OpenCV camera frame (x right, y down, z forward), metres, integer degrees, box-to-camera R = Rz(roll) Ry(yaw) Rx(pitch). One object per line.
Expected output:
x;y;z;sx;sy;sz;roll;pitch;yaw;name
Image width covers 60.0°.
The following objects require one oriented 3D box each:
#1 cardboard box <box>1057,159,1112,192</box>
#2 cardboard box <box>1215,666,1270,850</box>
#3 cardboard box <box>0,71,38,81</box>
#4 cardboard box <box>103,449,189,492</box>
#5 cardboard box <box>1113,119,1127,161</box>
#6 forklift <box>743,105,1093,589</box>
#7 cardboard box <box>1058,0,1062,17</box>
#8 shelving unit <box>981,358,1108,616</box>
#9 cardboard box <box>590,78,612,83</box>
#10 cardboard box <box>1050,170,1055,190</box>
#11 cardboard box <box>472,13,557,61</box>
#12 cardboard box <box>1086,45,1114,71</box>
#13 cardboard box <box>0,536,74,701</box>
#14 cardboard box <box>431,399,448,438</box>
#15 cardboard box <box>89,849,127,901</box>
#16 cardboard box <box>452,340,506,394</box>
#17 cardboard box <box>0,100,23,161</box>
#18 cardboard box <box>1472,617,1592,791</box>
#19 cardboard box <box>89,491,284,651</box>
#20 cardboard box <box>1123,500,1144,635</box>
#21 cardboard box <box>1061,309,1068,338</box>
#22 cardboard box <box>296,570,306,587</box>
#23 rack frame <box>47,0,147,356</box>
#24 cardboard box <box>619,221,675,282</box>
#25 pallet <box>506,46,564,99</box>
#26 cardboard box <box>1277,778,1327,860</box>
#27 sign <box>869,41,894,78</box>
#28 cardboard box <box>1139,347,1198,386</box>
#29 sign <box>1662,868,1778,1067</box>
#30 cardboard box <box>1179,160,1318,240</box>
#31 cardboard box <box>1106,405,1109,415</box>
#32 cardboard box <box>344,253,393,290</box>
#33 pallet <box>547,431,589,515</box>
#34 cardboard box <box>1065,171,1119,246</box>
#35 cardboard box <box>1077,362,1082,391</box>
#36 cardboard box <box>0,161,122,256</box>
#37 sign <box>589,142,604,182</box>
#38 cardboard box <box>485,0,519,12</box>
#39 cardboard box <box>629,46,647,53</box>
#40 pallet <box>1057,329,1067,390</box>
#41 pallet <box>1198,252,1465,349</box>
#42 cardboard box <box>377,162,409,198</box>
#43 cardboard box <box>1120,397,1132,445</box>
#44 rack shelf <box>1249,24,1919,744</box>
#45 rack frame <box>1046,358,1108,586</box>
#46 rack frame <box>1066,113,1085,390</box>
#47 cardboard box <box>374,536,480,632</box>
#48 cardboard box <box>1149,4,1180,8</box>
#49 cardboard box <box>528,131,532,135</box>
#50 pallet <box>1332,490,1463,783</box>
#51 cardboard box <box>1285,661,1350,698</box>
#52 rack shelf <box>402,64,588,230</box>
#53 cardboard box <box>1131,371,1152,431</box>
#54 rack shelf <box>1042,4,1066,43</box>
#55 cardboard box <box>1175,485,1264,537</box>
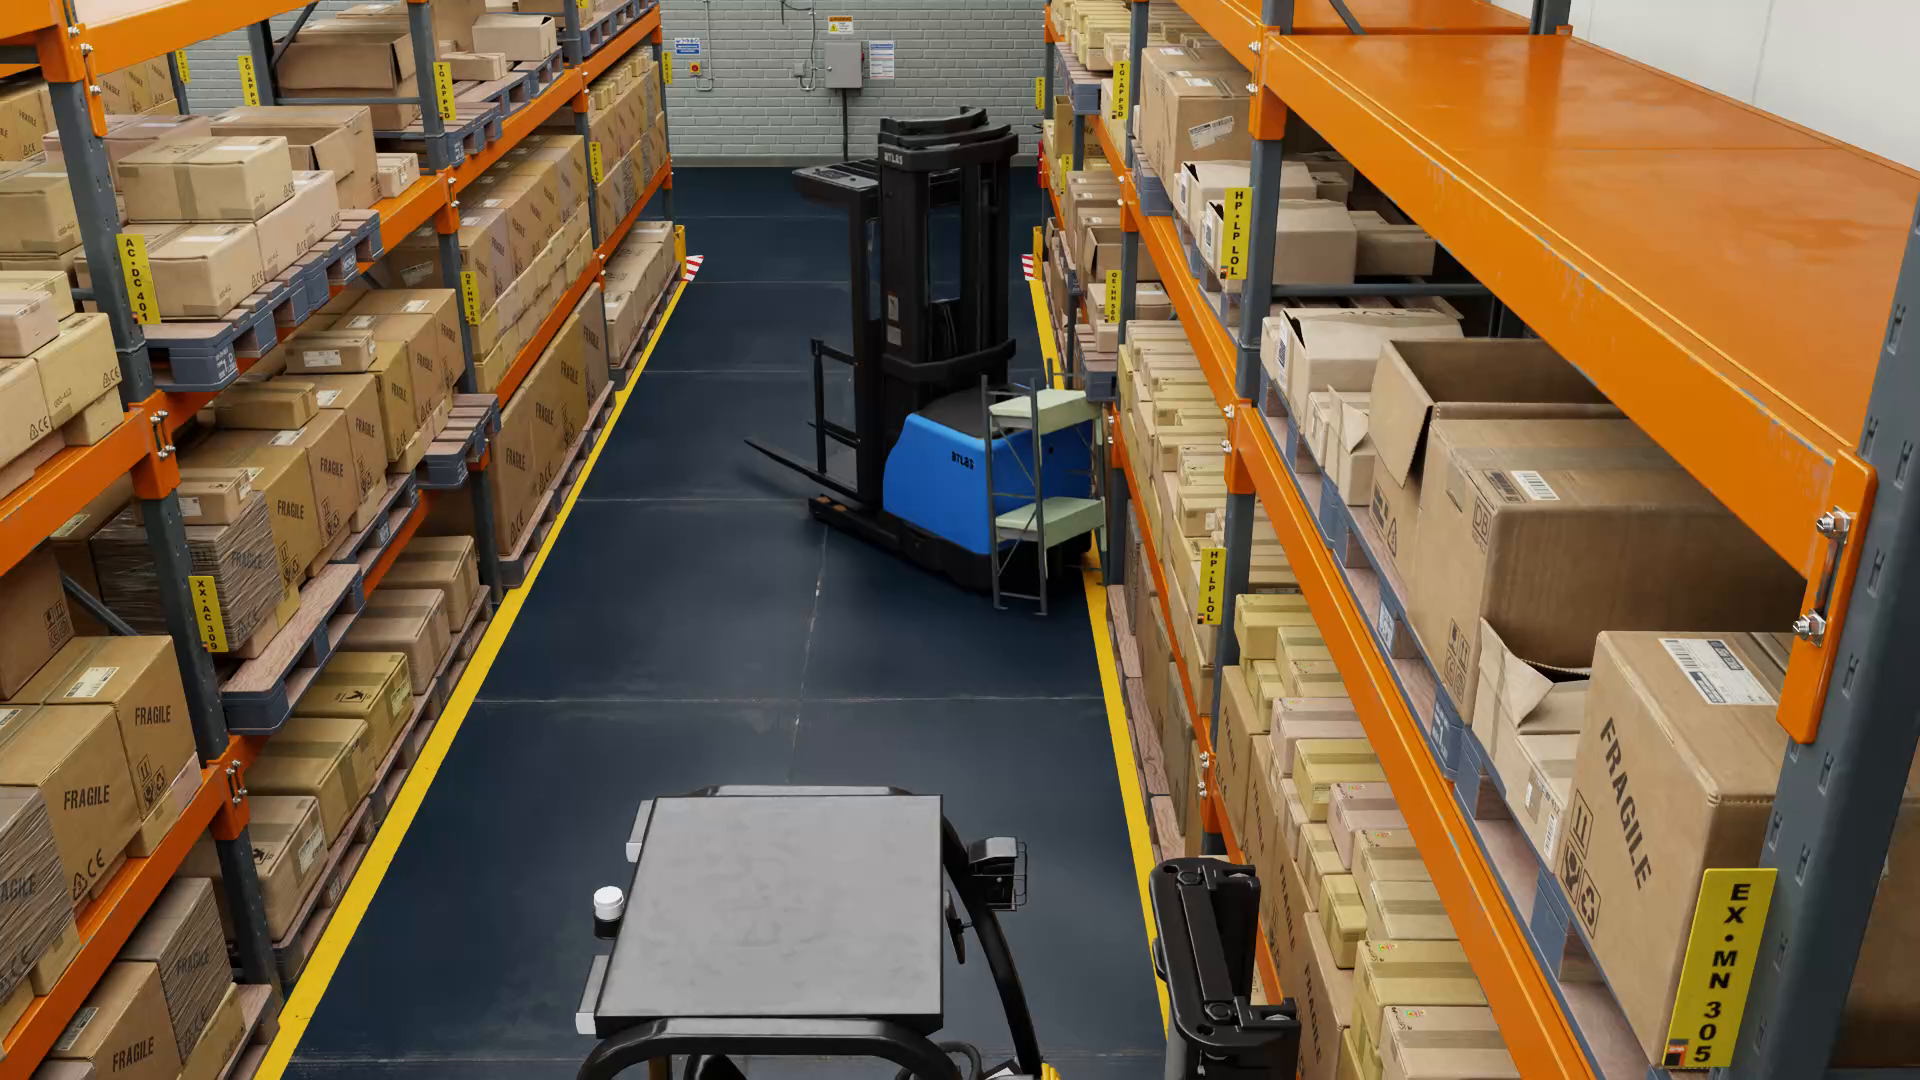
1.165;-3.320;15.272;0.500;0.250;0.500;0;24;-1;cardboard box
1.258;0.803;6.214;0.500;0.500;0.500;-1;24;-2;cardboard box
-8.785;-4.011;15.283;0.500;0.500;0.500;-1;24;-2;cardboard box
-3.690;-0.078;7.291;0.500;0.500;0.500;0;24;0;cardboard box
1.223;-2.493;10.164;0.500;0.250;0.500;-1;24;-2;cardboard box
-0.444;-1.545;11.608;1.130;2.935;3.031;-20;31;-37;forklift
1.163;-4.897;15.119;0.500;0.250;0.500;-1;24;-1;cardboard box
0.557;-0.357;10.637;0.431;1.500;0.755;7;18;36;shelving unit
-3.344;-4.063;14.971;0.380;0.149;0.250;0;24;-1;cardboard box
1.077;-3.498;16.150;0.380;0.149;0.250;-1;24;-2;cardboard box
-3.316;-3.764;12.390;0.500;0.311;0.500;0;24;-1;cardboard box
1.075;-3.363;11.581;0.380;0.149;0.250;0;24;1;cardboard box
-3.661;0.234;5.898;0.700;0.500;0.500;-1;24;-1;cardboard box
-3.131;-0.689;9.430;0.380;0.149;0.250;0;24;-1;cardboard box
-3.206;1.144;5.885;0.380;0.149;0.250;0;24;0;cardboard box
-3.246;-1.095;10.713;0.500;0.250;0.500;-1;24;-1;cardboard box
-8.246;-3.368;13.862;0.500;0.500;0.500;0;24;1;cardboard box
1.243;0.325;3.283;0.396;0.266;0.258;0;24;0;cardboard box
-3.167;0.121;6.850;0.500;0.500;0.500;0;24;1;cardboard box
1.464;0.164;10.120;0.875;0.625;0.625;1;24;1;cardboard box
1.124;-1.953;15.237;0.396;0.266;0.258;1;24;1;cardboard box
-3.212;0.163;7.546;0.380;0.149;0.250;1;24;3;cardboard box
-3.449;-2.046;5.353;1.000;3.000;0.127;0;24;-1;rack frame
-3.472;-3.009;17.363;0.875;0.438;0.875;-1;24;-2;cardboard box
-3.477;-3.511;12.464;0.805;0.209;1.217;-1;24;-3;pallet
1.220;0.880;5.257;0.380;0.149;0.250;0;24;-1;cardboard box
-1.071;-6.574;22.760;0.329;0.494;0.001;0;24;-1;sign
1.213;-0.977;9.361;0.380;0.149;0.250;0;24;1;cardboard box
1.016;0.575;2.220;0.100;0.325;0.005;0;24;-1;sign
1.255;-1.512;7.291;0.500;0.311;0.500;-1;24;-2;cardboard box
1.259;-0.967;11.985;0.380;0.149;0.250;-1;24;-1;cardboard box
-3.760;-1.673;10.475;0.500;0.500;0.500;-1;24;-2;cardboard box
-3.436;-0.516;12.636;1.003;0.211;1.213;0;24;-1;pallet
1.209;-2.669;13.380;0.700;0.500;0.500;0;24;1;cardboard box
1.223;-1.265;13.431;0.500;0.500;0.500;-1;24;-1;cardboard box
-3.582;-1.268;6.339;0.500;0.250;0.500;0;24;1;cardboard box
-2.994;-3.107;13.670;0.100;0.325;0.005;0;24;-1;sign
-3.863;-4.413;13.759;0.396;0.266;0.258;1;24;1;cardboard box
-3.375;-4.907;16.837;0.380;0.149;0.250;0;24;0;cardboard box
1.421;-1.645;15.131;1.003;0.211;1.213;0;24;-1;pallet
1.492;-0.979;6.866;0.805;0.209;1.217;-1;24;-3;pallet
-3.268;-1.981;9.156;0.380;0.149;0.250;0;24;-1;cardboard box
1.231;-0.732;9.910;0.500;0.250;0.500;0;24;0;cardboard box
1.536;-0.735;3.814;1.077;0.370;4.000;0;24;-1;rack shelf
0.775;-0.442;10.919;0.400;1.500;0.023;7;18;36;rack frame
1.427;-2.632;13.930;1.000;3.000;0.127;0;24;-1;rack frame
-3.496;0.278;10.173;0.950;0.372;0.625;-2;24;-4;cardboard box
1.584;-3.925;12.462;0.380;0.149;0.250;-1;24;-2;cardboard box
-3.817;-3.303;14.078;0.500;0.500;0.500;0;24;-1;cardboard box
1.560;0.190;4.156;1.003;0.211;1.213;0;24;-1;pallet
1.326;0.532;5.663;0.380;0.149;0.250;-1;24;-2;cardboard box
-3.514;-2.823;11.586;1.077;0.370;4.000;0;24;-1;rack shelf
1.236;-0.753;9.351;0.500;0.250;0.500;0;24;1;cardboard box
1.405;-4.495;15.283;1.077;0.370;4.000;0;24;-1;rack shelf
1.182;-0.132;7.493;0.380;0.149;0.250;-1;24;-2;cardboard box
